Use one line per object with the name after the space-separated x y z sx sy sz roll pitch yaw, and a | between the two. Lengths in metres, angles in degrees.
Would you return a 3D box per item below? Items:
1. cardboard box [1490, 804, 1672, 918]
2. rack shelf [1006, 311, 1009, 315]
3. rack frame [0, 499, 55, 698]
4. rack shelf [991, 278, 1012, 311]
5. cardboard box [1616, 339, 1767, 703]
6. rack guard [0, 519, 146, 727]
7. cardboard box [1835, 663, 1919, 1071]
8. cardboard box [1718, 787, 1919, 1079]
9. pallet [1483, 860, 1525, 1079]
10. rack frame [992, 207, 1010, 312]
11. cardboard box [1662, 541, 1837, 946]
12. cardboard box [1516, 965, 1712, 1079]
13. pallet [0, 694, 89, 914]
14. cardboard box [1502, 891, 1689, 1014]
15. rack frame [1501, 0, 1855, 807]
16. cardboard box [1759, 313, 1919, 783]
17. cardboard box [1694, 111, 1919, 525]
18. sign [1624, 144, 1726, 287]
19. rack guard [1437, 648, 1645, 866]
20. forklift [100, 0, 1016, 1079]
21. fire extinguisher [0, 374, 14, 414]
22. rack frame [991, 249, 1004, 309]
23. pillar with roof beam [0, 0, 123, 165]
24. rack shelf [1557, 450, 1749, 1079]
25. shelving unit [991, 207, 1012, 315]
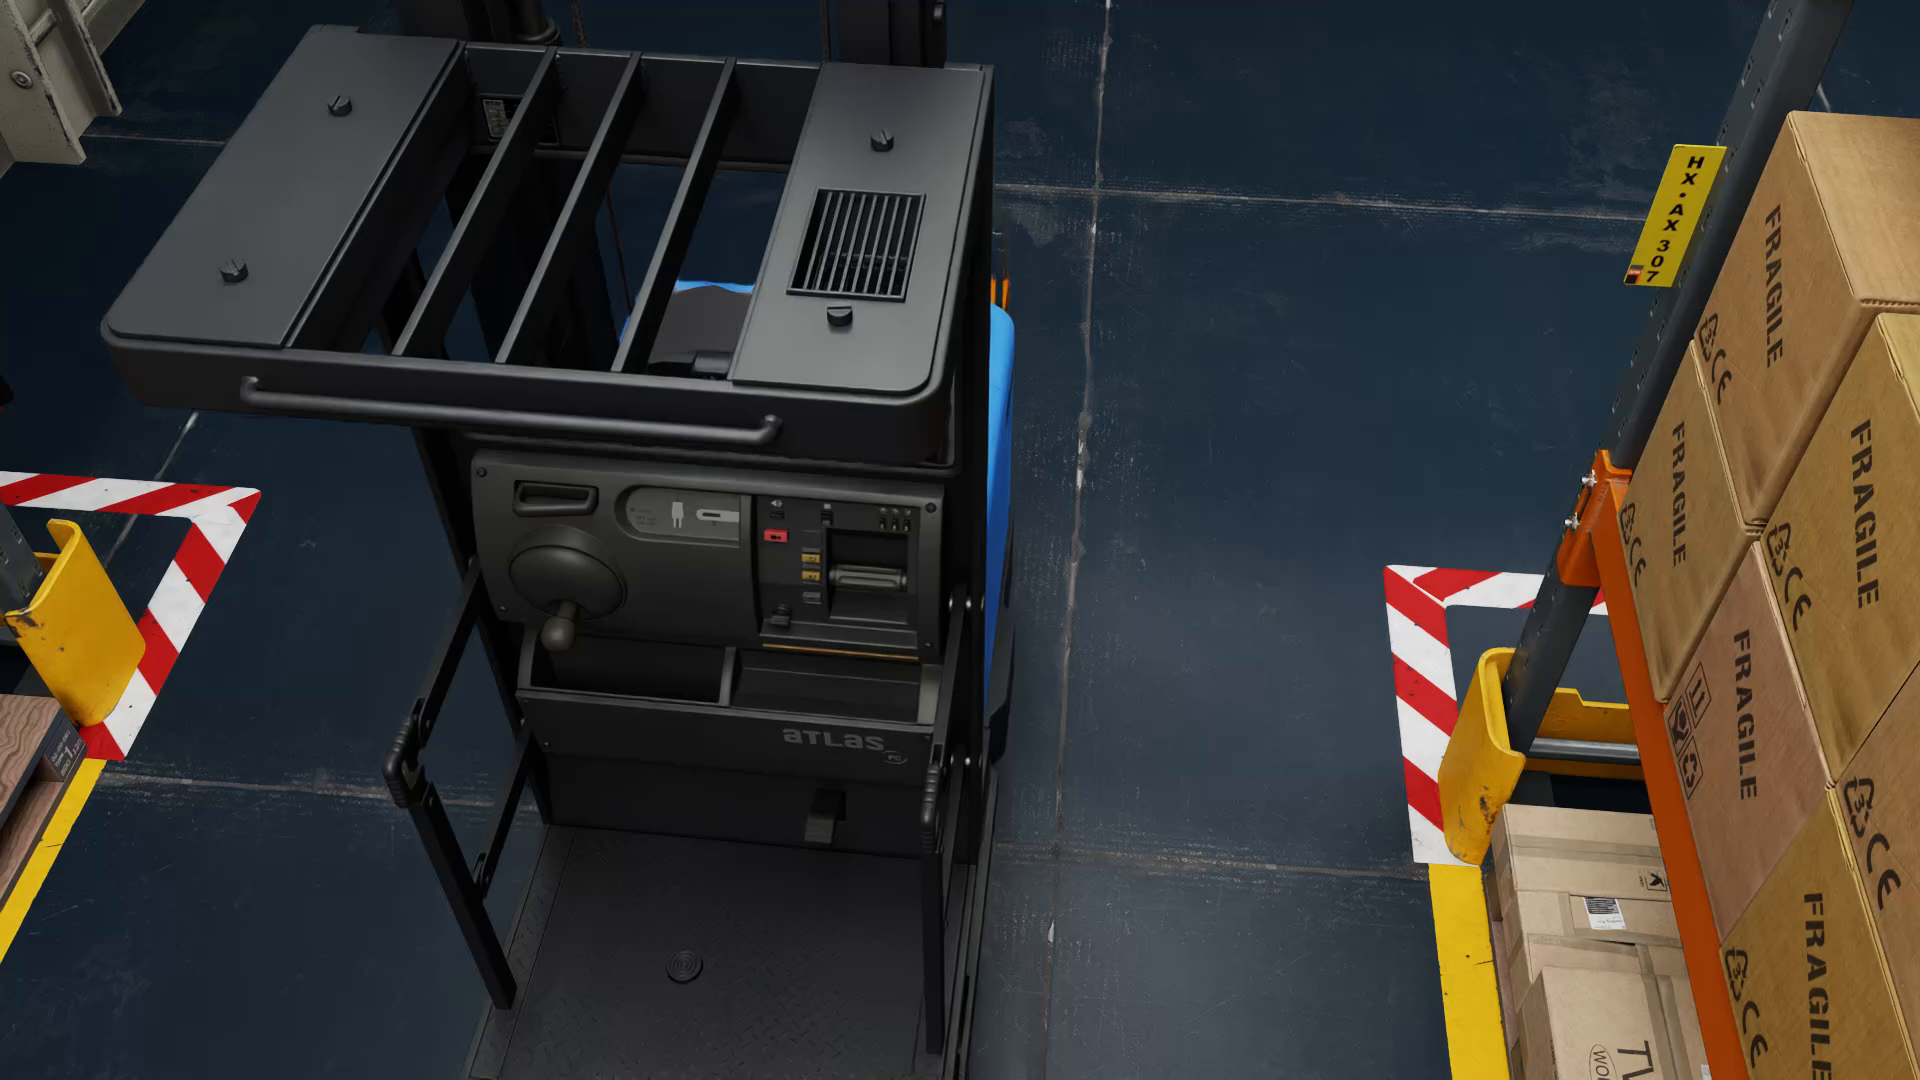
1.534 0.808 4.112 0.380 0.149 0.250 4 48 4 | cardboard box
0.005 -0.555 4.679 0.258 0.103 0.180 5 48 4 | rack shelf
-3.019 -0.620 3.785 1.000 3.000 0.127 4 48 4 | rack frame
0.005 -0.636 4.591 0.258 0.103 0.180 5 48 4 | rack shelf
1.611 -0.015 3.163 0.500 0.500 0.500 5 48 4 | cardboard box
-3.017 0.206 4.723 1.175 0.500 0.348 4 48 4 | rack guard
1.521 0.399 2.107 0.500 0.500 0.500 4 48 4 | cardboard box
1.521 0.733 2.479 0.500 0.500 0.500 4 48 3 | cardboard box
1.836 1.293 3.924 1.003 0.211 1.213 4 48 4 | pallet
0.015 -0.490 4.885 0.240 1.200 0.006 5 48 4 | rack frame
1.570 0.364 2.816 0.500 0.500 0.500 3 48 3 | cardboard box
1.537 1.238 3.651 0.500 0.250 0.500 4 48 4 | cardboard box
-3.014 0.914 4.271 1.003 0.211 1.213 4 48 4 | pallet
1.511 0.986 3.937 0.380 0.166 0.250 4 48 4 | cardboard box
1.914 -0.290 3.482 1.000 3.000 0.127 4 48 4 | rack frame
1.571 0.032 2.443 0.500 0.500 0.500 4 48 4 | cardboard box
1.611 -0.353 2.794 0.500 0.500 0.500 5 48 5 | cardboard box
1.374 -0.618 3.196 0.100 0.325 0.005 4 48 4 | sign
1.907 0.610 4.354 1.175 0.500 0.348 4 48 4 | rack guard
-0.518 0.148 3.129 1.130 2.935 3.031 5 48 4 | forklift
-2.546 -0.548 4.024 0.296 0.674 0.183 4 48 4 | fire extinguisher
-0.005 -0.356 4.762 0.240 1.200 0.006 5 48 4 | rack frame
0.653 -4.398 3.174 9.100 9.000 0.400 4 48 4 | pillar with roof beam
1.732 1.423 2.404 1.077 0.370 4.000 4 48 4 | rack shelf
0.005 -0.423 4.824 0.258 1.200 0.189 5 48 4 | shelving unit
